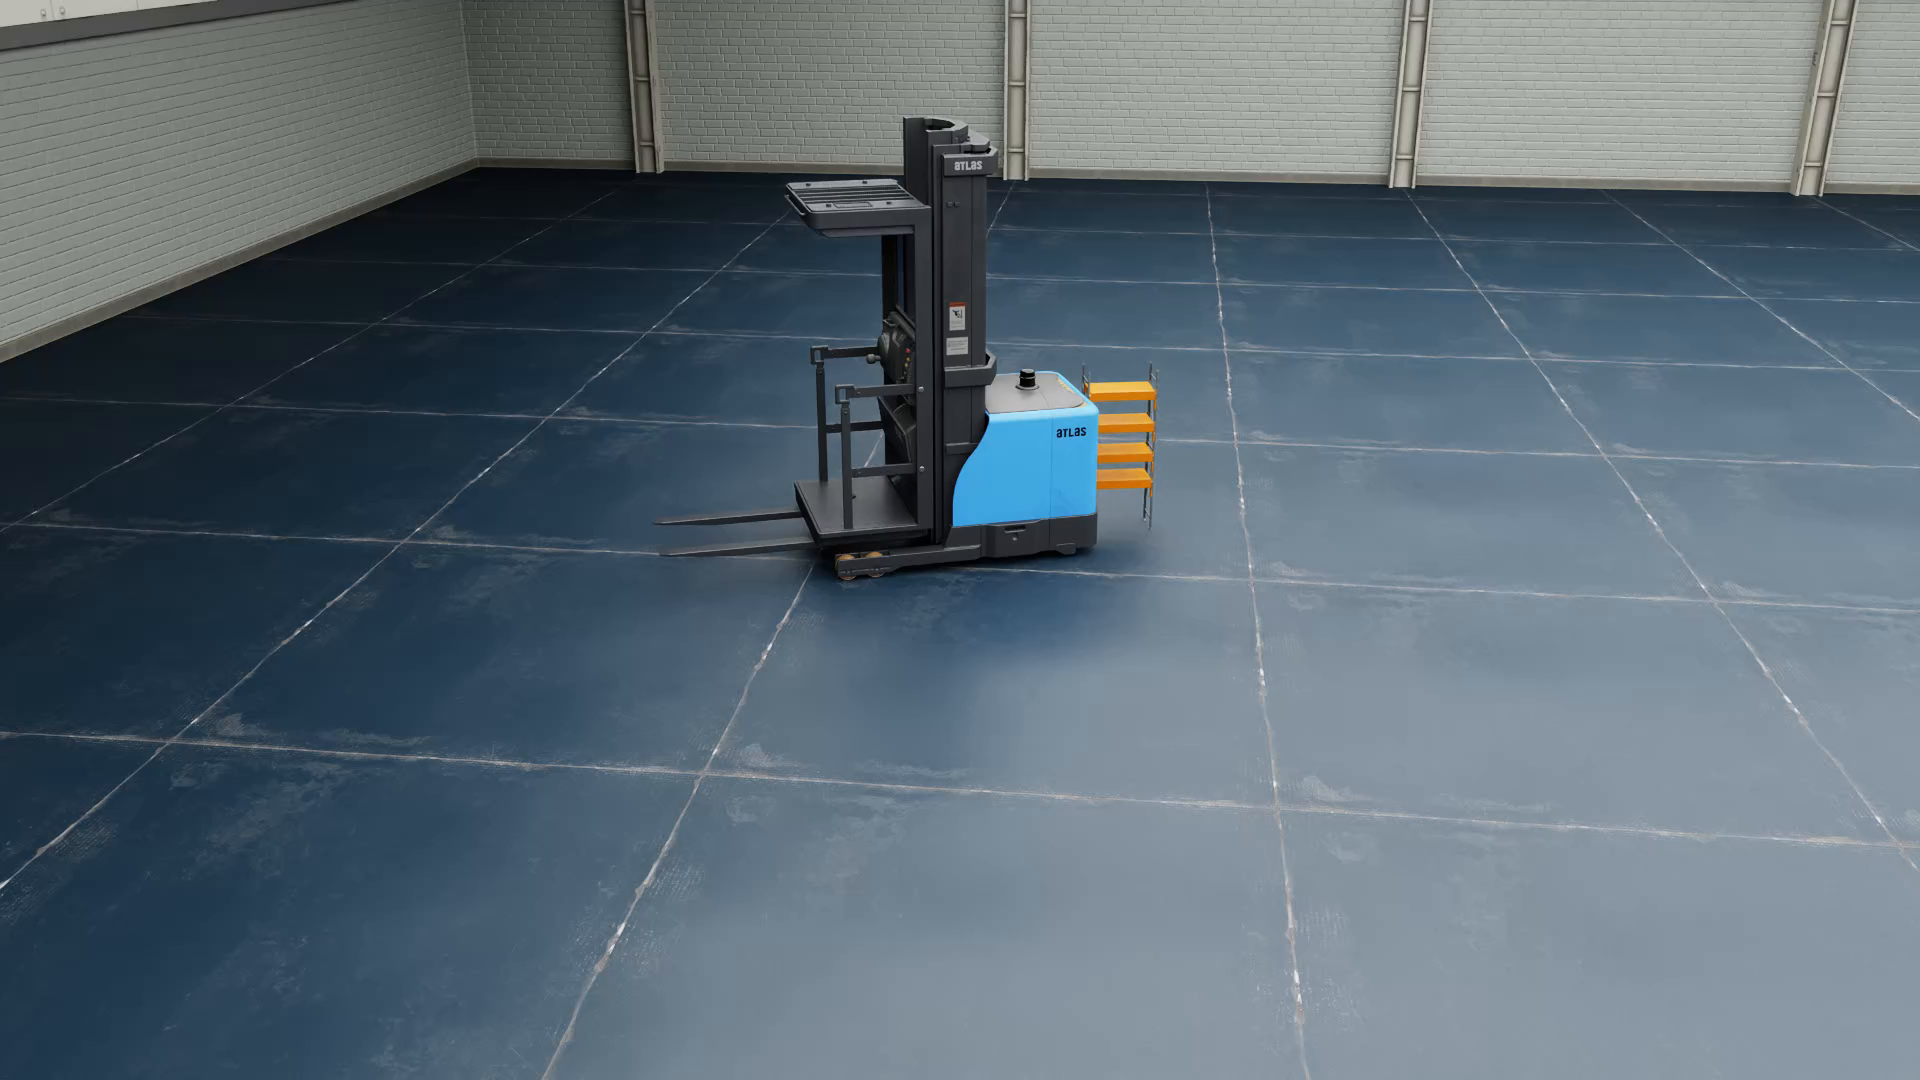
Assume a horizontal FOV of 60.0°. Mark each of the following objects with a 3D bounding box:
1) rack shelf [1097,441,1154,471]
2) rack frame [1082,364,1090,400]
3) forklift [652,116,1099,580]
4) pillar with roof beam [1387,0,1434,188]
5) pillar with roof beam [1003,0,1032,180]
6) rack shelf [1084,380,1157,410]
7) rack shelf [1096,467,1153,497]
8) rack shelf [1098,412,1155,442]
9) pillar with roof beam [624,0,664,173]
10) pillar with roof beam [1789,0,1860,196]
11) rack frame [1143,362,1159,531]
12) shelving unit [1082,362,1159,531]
[{"bbox_3d":[1.134,-0.598,12.004,0.480,0.148,0.258,-2,22,-6],"label":"rack shelf"},{"bbox_3d":[0.891,-0.651,11.956,0.015,1.200,0.240,-2,22,-6],"label":"rack frame"},{"bbox_3d":[-0.612,-1.307,11.259,3.031,2.935,1.130,-5,22,-13],"label":"forklift"},{"bbox_3d":[6.350,-8.118,20.233,0.400,9.000,9.100,2,22,6],"label":"pillar with roof beam"},{"bbox_3d":[0.391,-8.377,20.889,0.400,9.000,9.100,2,22,6],"label":"pillar with roof beam"},{"bbox_3d":[1.134,-1.026,11.835,0.480,0.148,0.258,-2,22,-6],"label":"rack shelf"},{"bbox_3d":[1.134,-0.414,12.077,0.480,0.148,0.258,-2,22,-6],"label":"rack shelf"},{"bbox_3d":[1.134,-0.806,11.922,0.480,0.148,0.258,-2,22,-6],"label":"rack shelf"},{"bbox_3d":[-5.567,-8.637,21.546,0.400,9.000,9.100,2,22,6],"label":"pillar with roof beam"},{"bbox_3d":[12.308,-7.858,19.576,0.400,9.000,9.100,2,22,6],"label":"pillar with roof beam"},{"bbox_3d":[1.377,-0.670,12.004,0.015,1.200,0.240,-2,22,-6],"label":"rack frame"},{"bbox_3d":[1.134,-0.661,11.980,0.503,1.200,0.258,-2,22,-6],"label":"shelving unit"}]
